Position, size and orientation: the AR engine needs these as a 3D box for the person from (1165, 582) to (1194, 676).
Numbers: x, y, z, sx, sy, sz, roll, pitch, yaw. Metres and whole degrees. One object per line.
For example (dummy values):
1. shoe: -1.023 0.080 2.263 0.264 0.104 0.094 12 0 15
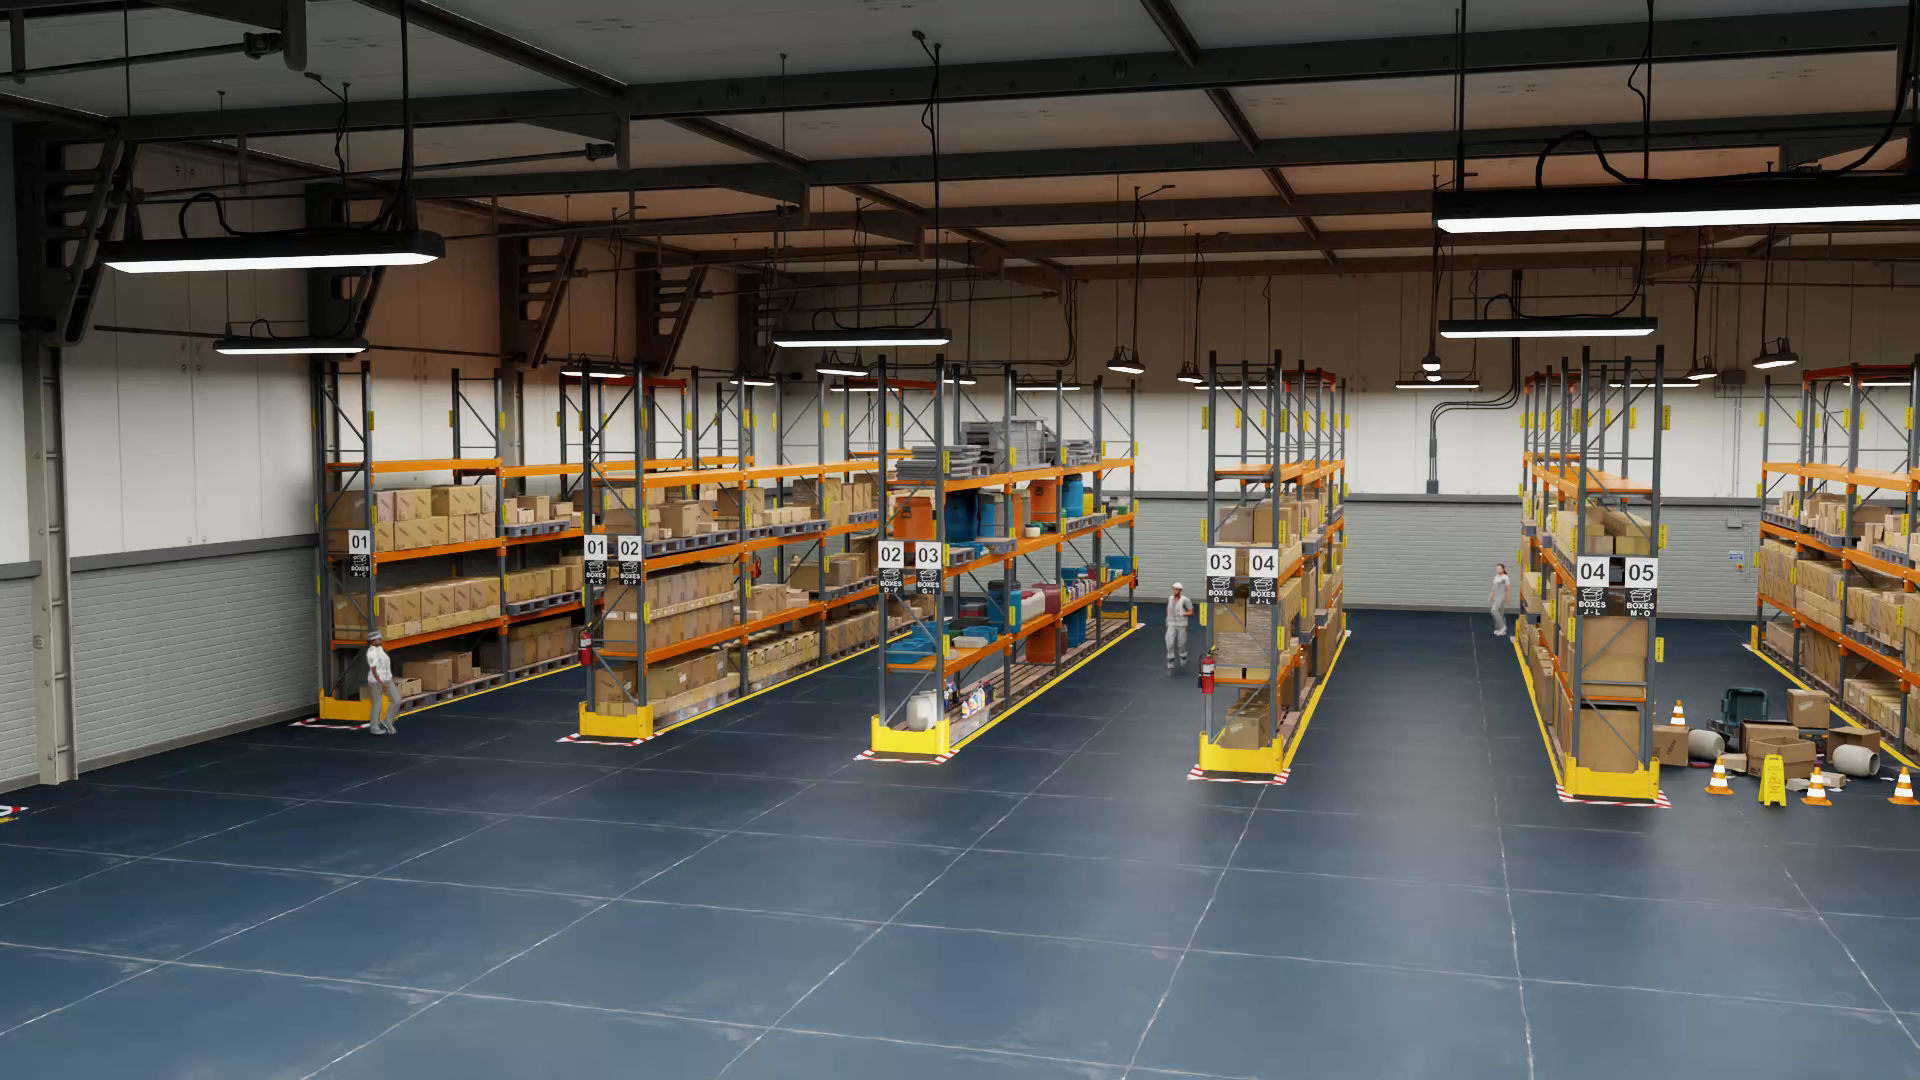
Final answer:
1. person: 4.355 1.762 33.010 0.621 1.857 0.790 2 4 22

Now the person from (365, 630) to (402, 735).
1. person: -9.195 2.276 26.411 0.495 1.707 0.464 2 4 24

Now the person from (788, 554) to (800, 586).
1. person: -4.122 1.188 41.840 0.379 1.680 0.505 3 5 38

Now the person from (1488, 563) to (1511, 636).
1. person: 12.604 1.388 38.909 0.476 1.682 0.444 -1 4 -8
